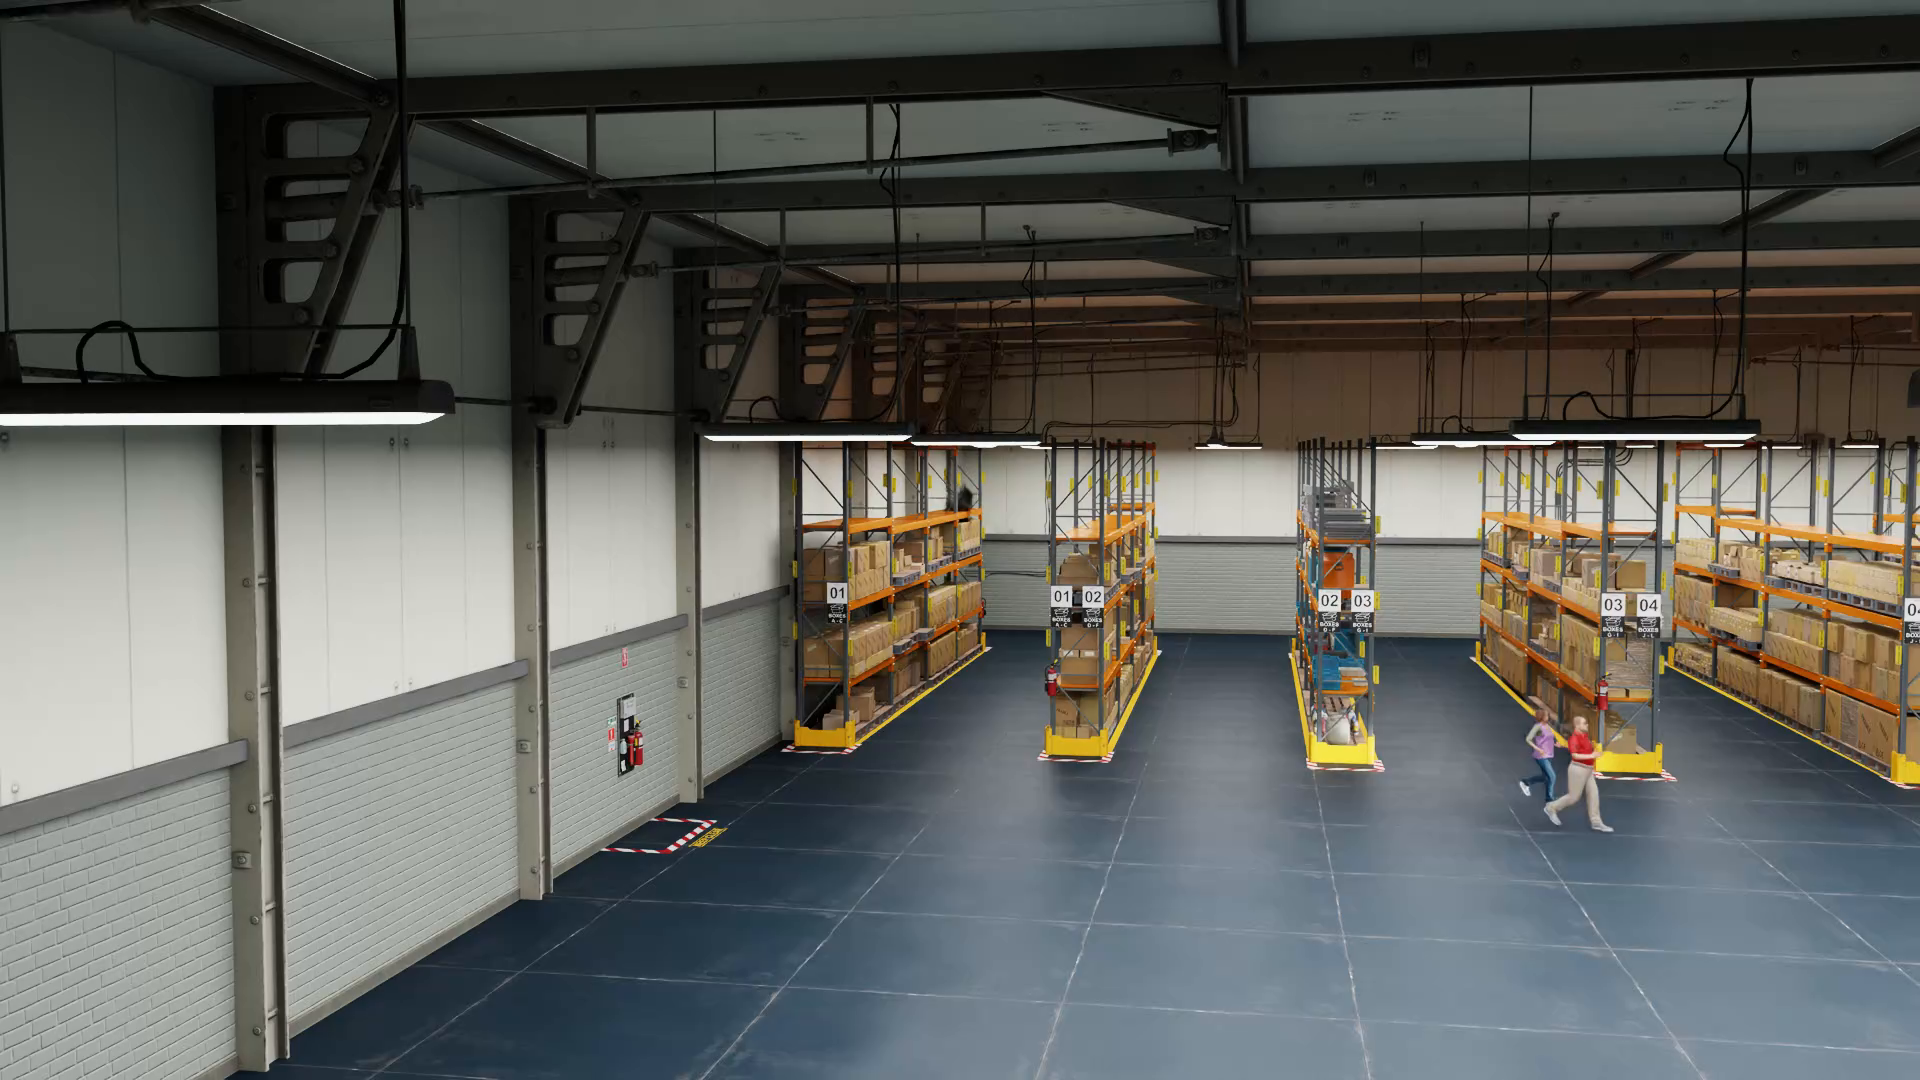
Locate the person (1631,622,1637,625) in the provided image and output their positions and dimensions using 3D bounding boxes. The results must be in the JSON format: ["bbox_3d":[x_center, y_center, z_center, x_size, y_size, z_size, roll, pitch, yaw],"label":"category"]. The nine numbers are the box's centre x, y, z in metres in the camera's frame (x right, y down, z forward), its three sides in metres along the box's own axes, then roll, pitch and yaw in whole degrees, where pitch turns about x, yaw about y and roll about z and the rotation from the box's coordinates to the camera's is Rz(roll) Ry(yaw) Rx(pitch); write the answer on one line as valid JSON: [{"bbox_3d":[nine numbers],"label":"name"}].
[{"bbox_3d":[17.925,2.501,44.945,0.821,1.682,0.782,2,3,28],"label":"person"}]

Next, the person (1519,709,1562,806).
[{"bbox_3d":[9.397,3.510,26.916,0.767,1.563,0.548,3,4,43],"label":"person"}]

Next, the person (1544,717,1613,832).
[{"bbox_3d":[9.355,3.515,25.097,0.983,1.704,0.667,2,4,36],"label":"person"}]
